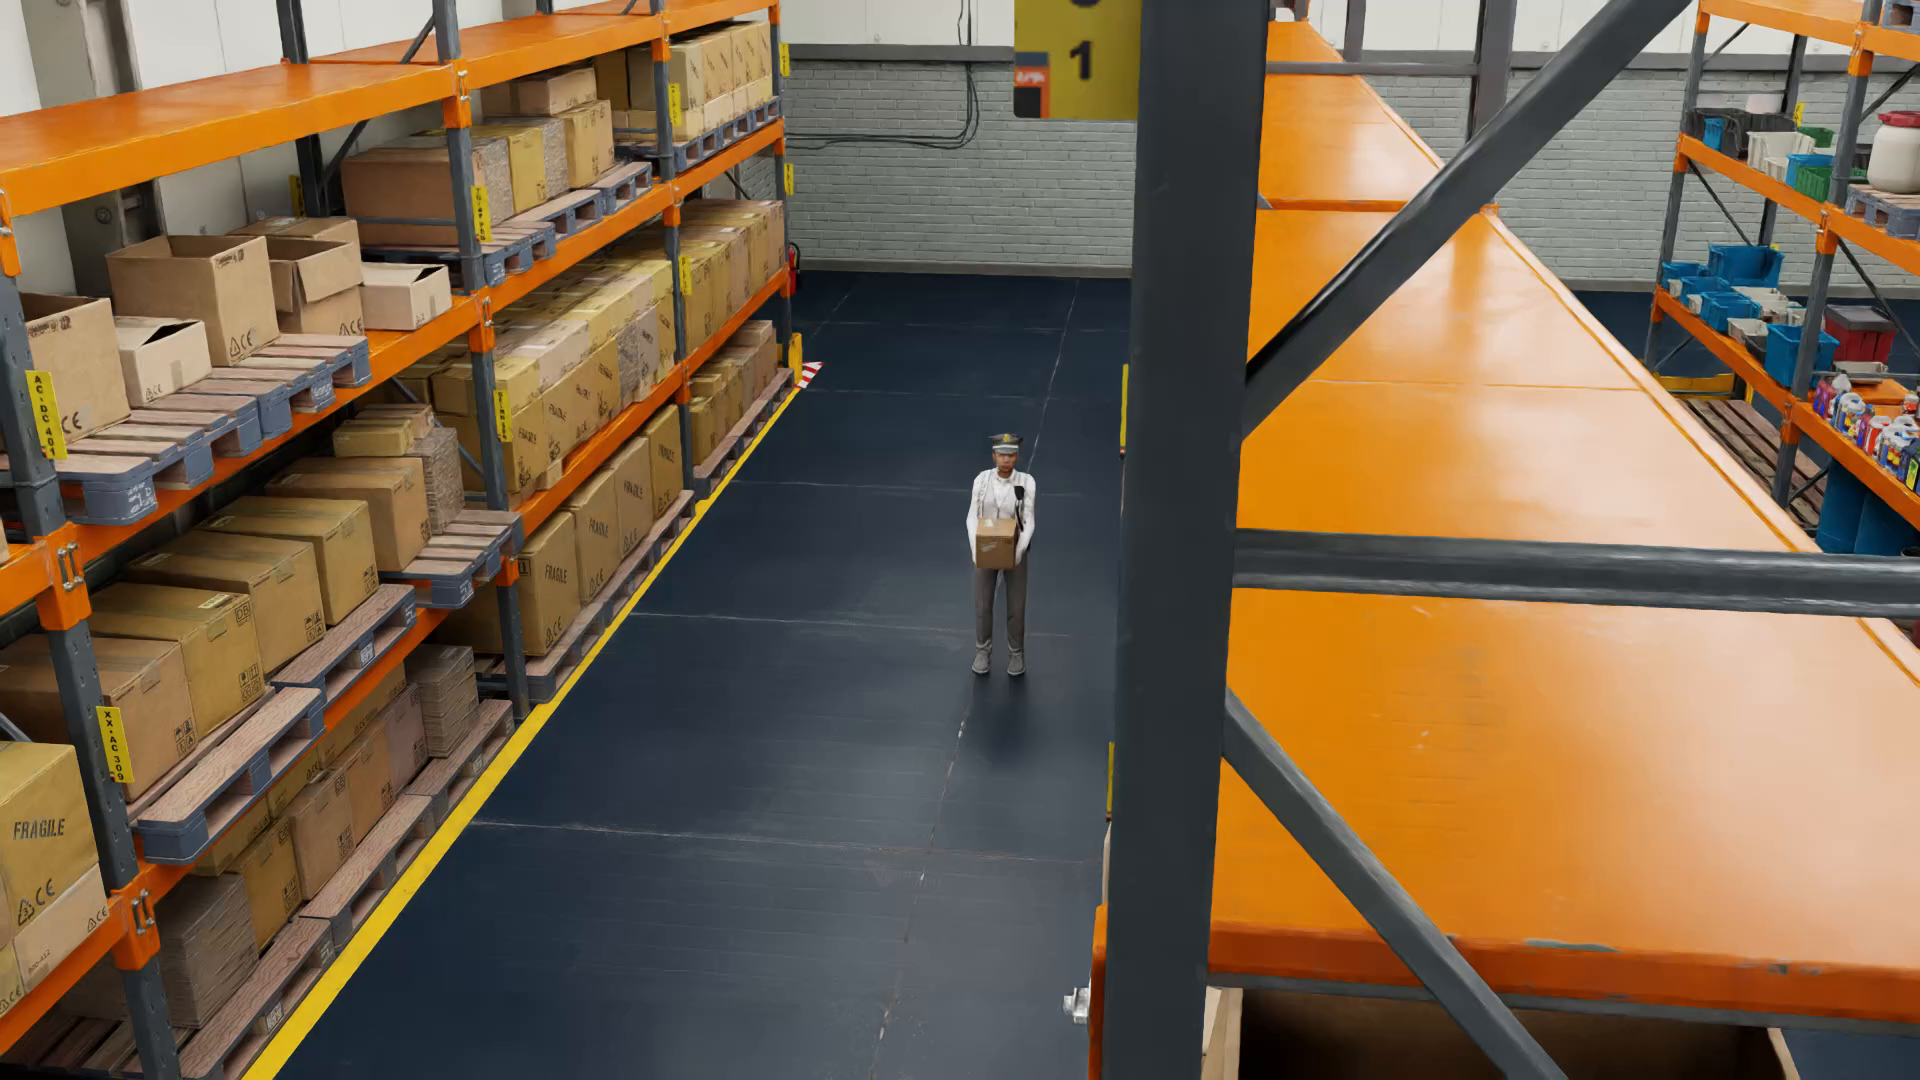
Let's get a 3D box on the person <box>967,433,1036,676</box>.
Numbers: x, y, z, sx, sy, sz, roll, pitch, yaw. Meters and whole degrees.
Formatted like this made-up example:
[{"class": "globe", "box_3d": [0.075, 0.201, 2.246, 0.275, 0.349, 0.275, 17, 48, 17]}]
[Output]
[{"class": "person", "box_3d": [0.271, 0.108, 11.167, 0.460, 1.686, 0.564, 3, 21, 7]}]
